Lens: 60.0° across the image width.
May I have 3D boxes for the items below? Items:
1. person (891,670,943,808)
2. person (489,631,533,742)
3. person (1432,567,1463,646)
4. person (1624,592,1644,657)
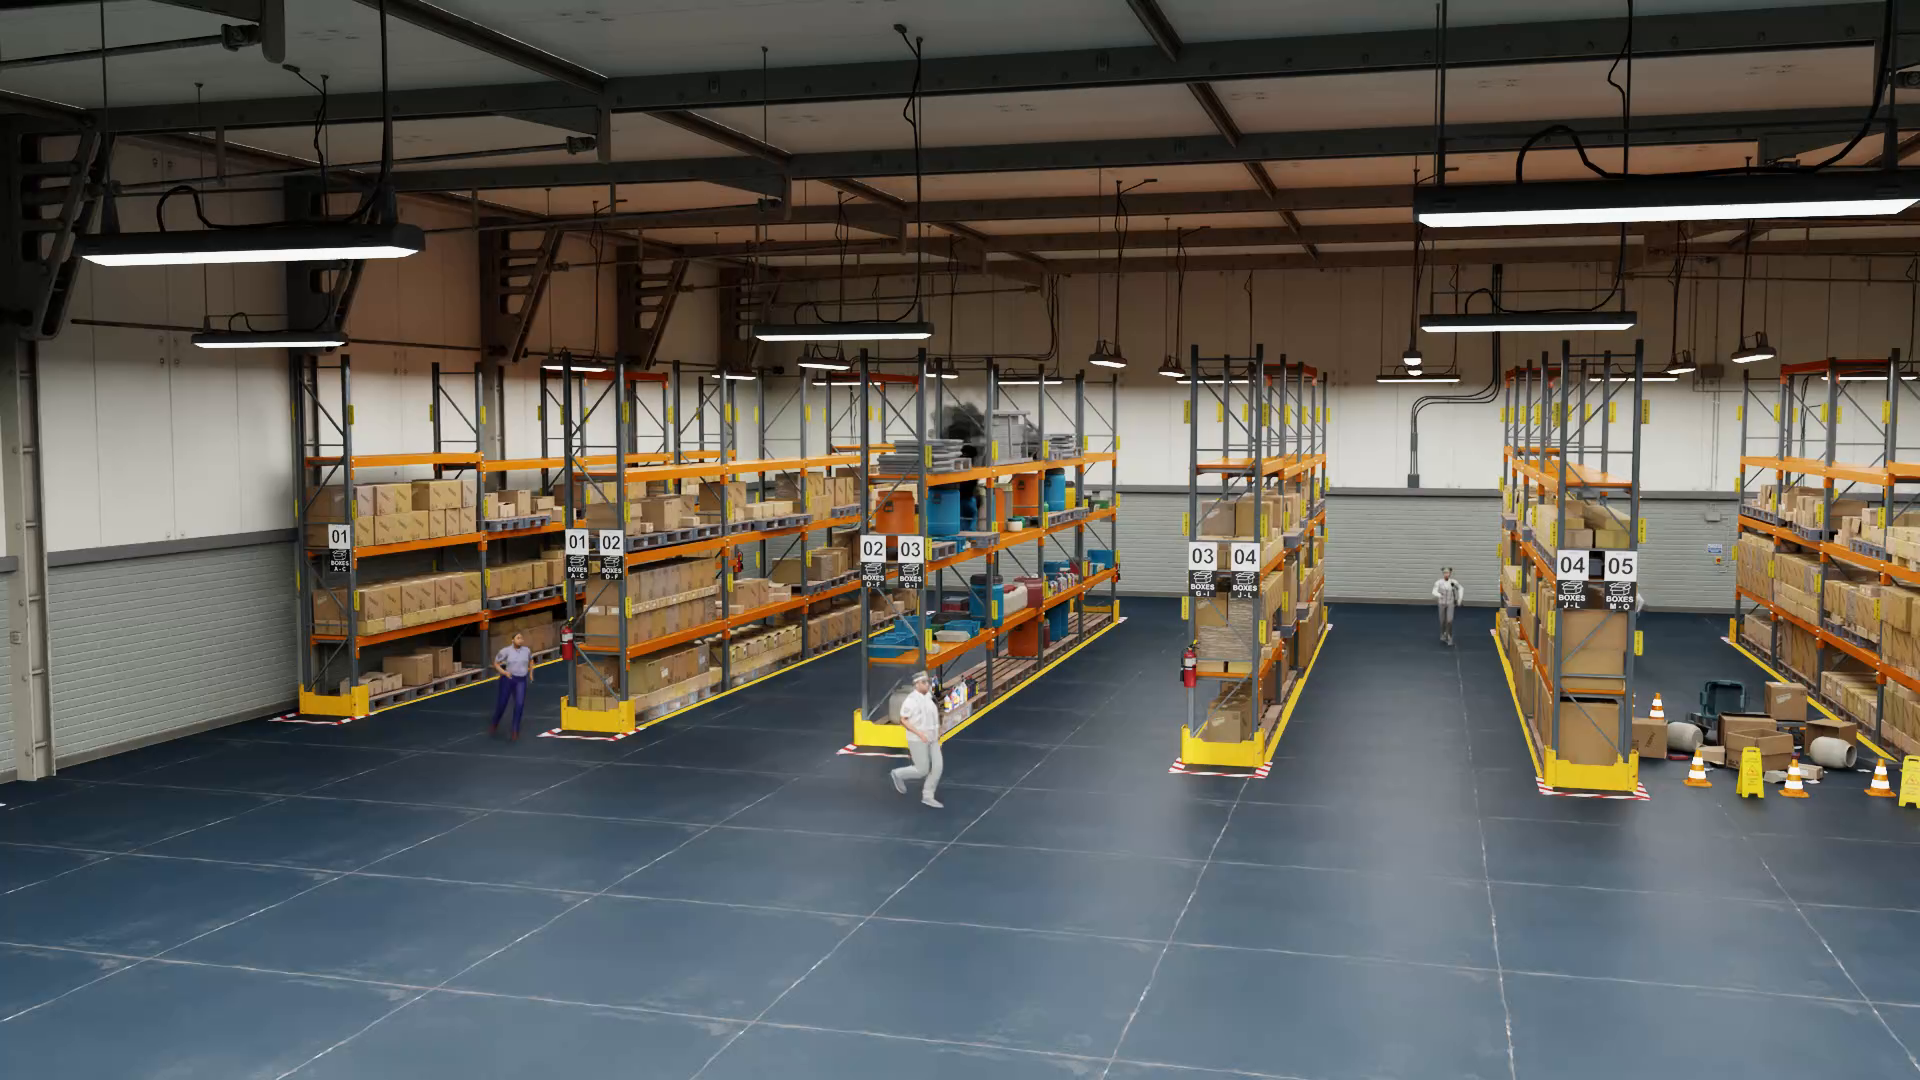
[{"bbox_3d":[-0.519,2.541,21.388,0.733,1.761,0.663,3,5,36],"label":"person"},{"bbox_3d":[-6.946,2.256,25.888,0.700,1.668,0.845,-2,5,-26],"label":"person"},{"bbox_3d":[10.642,1.454,36.335,0.631,1.768,0.725,2,5,20],"label":"person"},{"bbox_3d":[13.745,1.588,34.365,0.577,1.710,0.696,0,4,-1],"label":"person"}]
